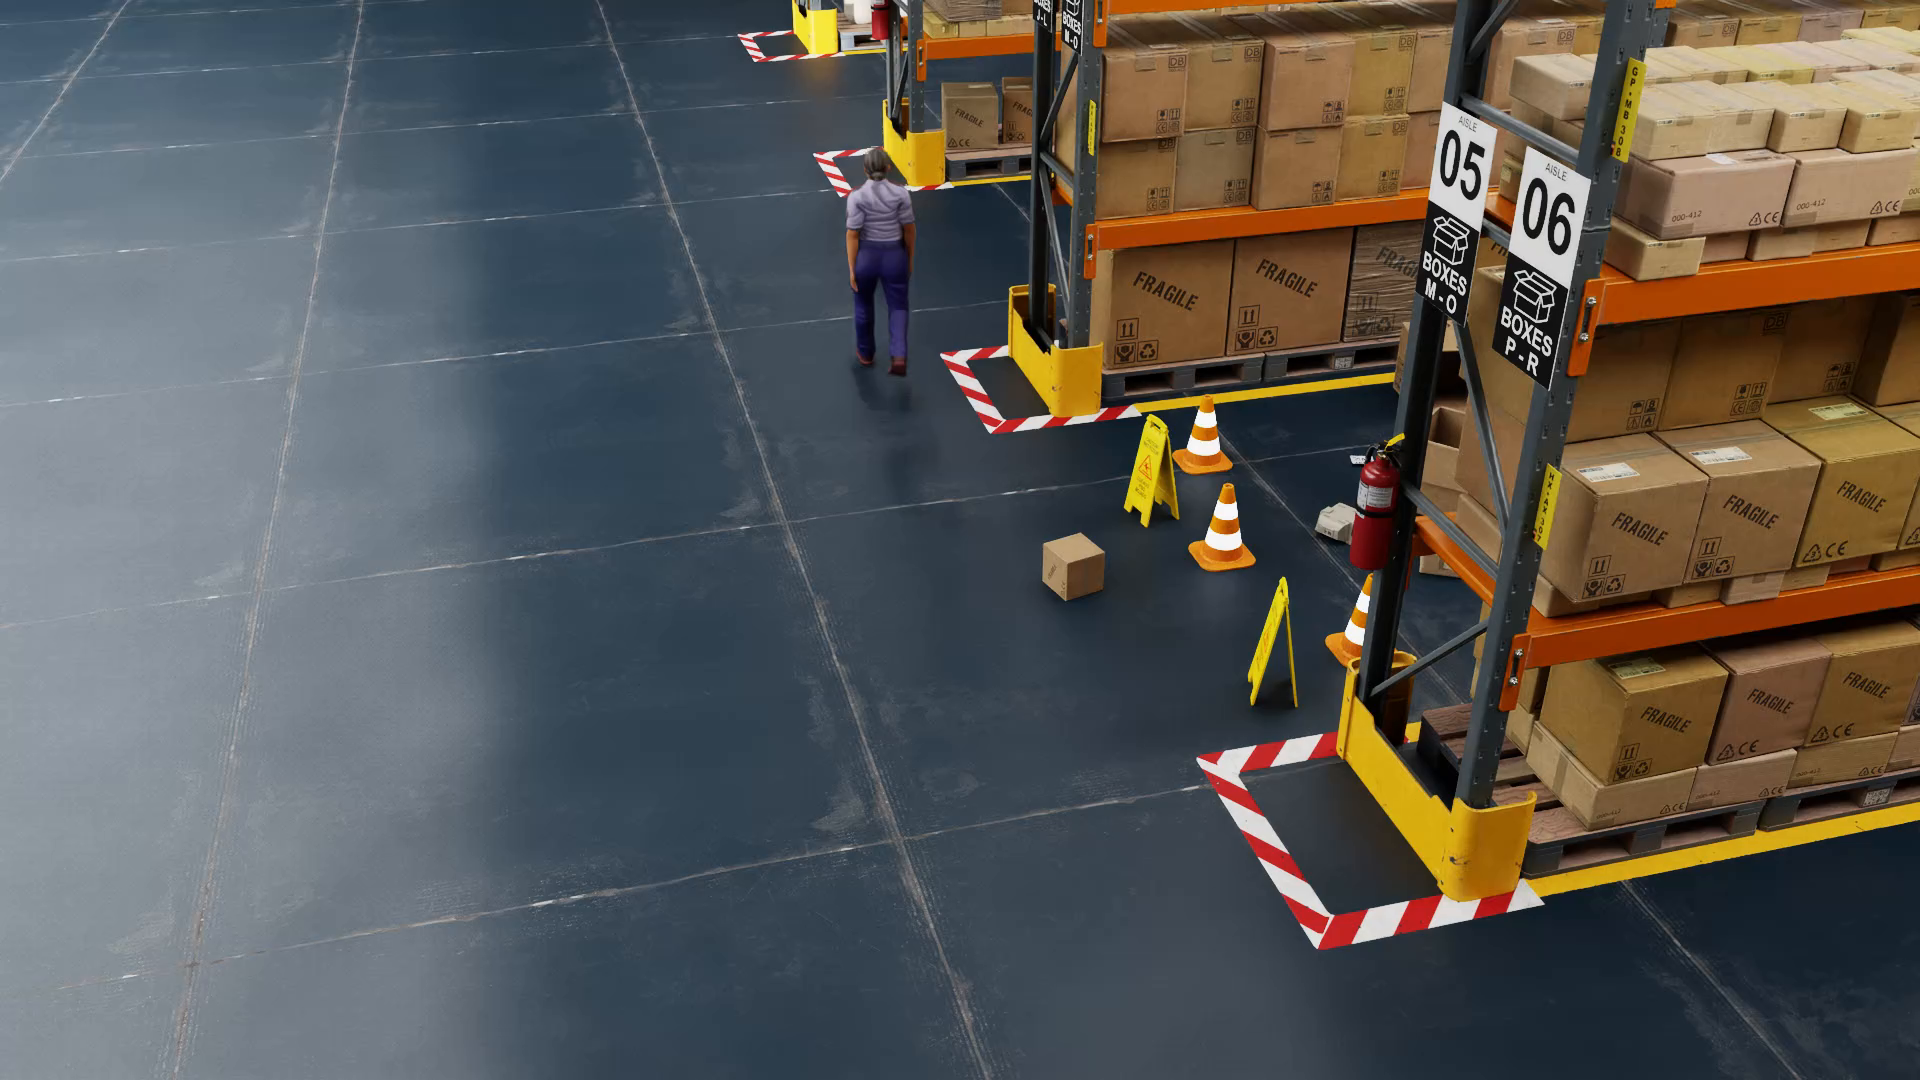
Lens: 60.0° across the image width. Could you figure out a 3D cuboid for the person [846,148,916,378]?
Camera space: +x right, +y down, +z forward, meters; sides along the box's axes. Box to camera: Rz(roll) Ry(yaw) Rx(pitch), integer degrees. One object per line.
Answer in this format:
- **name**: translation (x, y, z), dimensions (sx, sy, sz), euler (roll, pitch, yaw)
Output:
- **person**: translation (-0.538, -1.895, 11.457), dimensions (0.481, 1.616, 0.833), euler (-3, 31, -5)
